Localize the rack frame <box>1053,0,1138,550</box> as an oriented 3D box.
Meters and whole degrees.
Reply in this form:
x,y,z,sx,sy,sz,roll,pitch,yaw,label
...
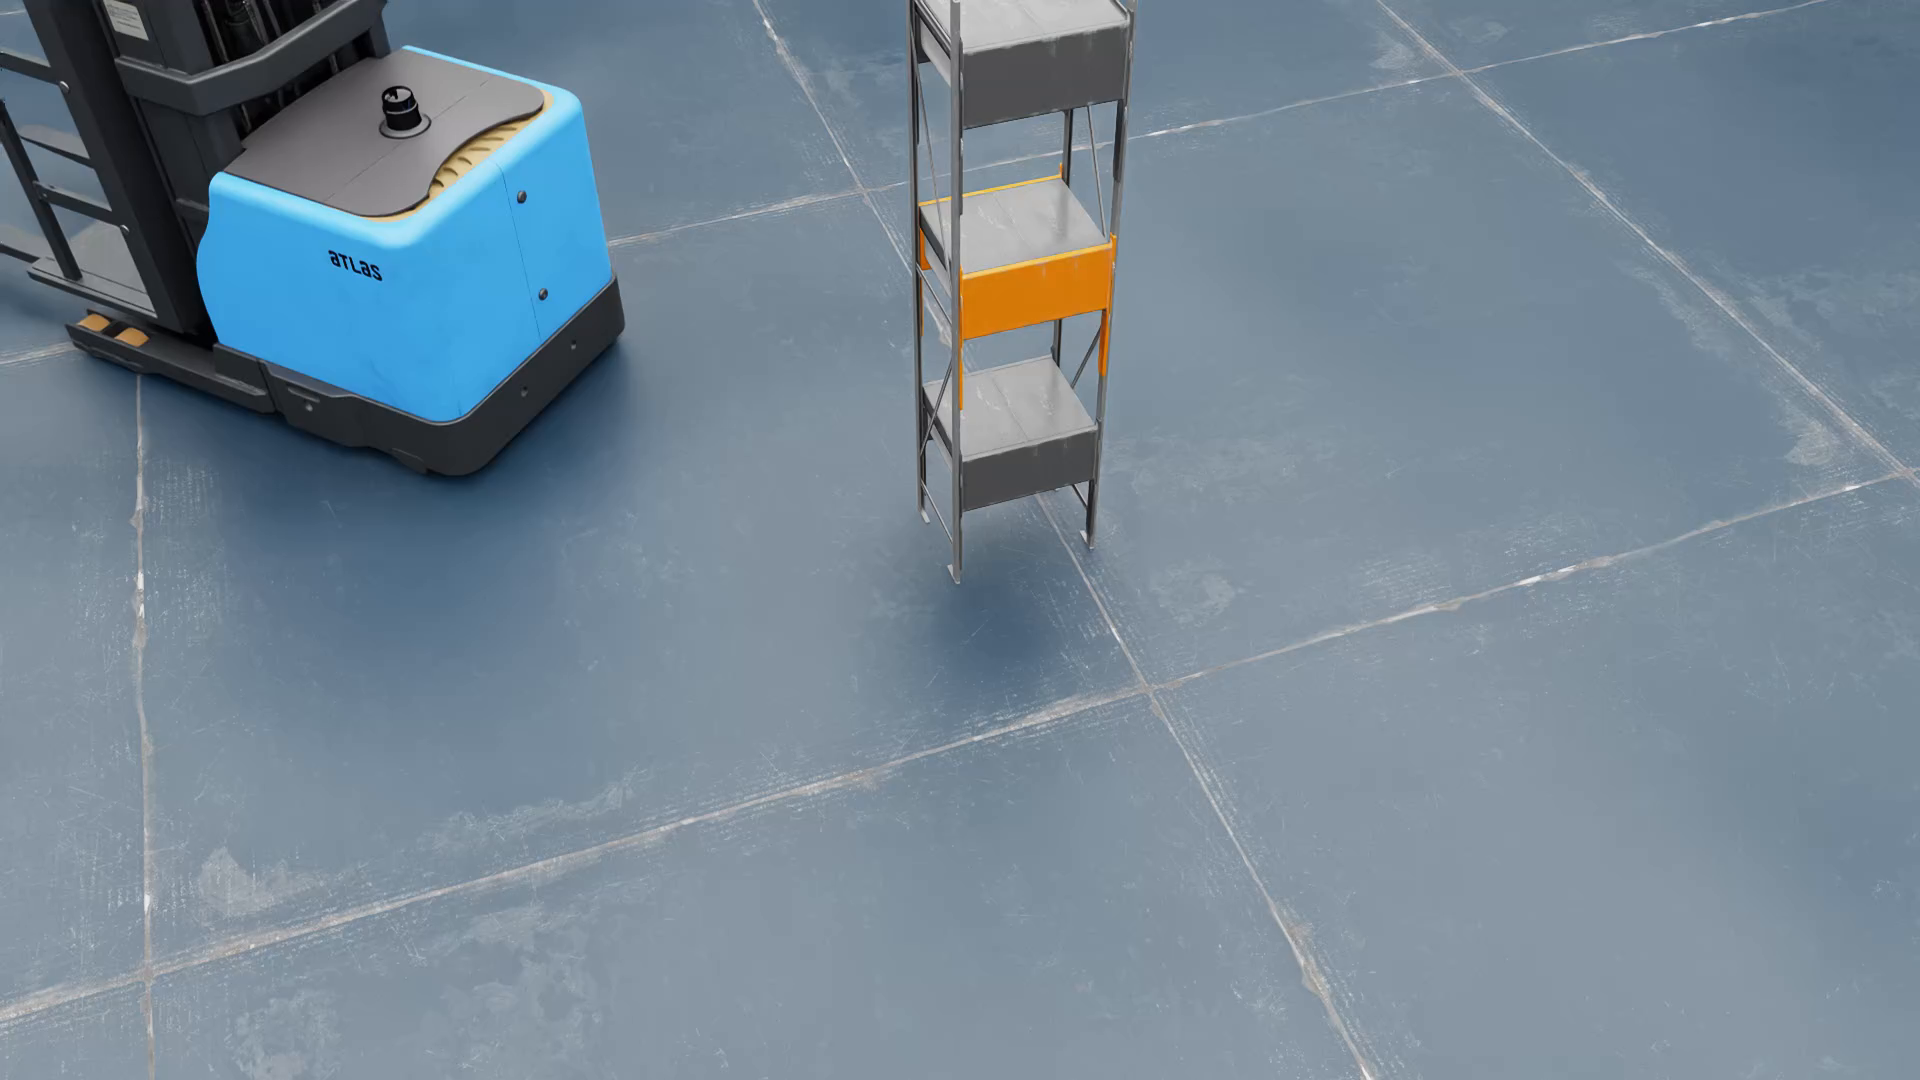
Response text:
x,y,z,sx,sy,sz,roll,pitch,yaw,label
0.385,-0.840,5.104,0.015,2.100,0.400,-14,47,-14,rack frame

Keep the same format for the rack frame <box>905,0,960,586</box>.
x,y,z,sx,sy,sz,roll,pitch,yaw,label
-0.074,-0.722,4.987,0.015,2.100,0.400,-14,47,-14,rack frame

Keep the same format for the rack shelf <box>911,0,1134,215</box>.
x,y,z,sx,sy,sz,roll,pitch,yaw,label
0.156,-1.266,4.560,0.480,0.518,0.431,-14,47,-14,rack shelf

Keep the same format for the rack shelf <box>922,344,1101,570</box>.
x,y,z,sx,sy,sz,roll,pitch,yaw,label
0.156,-0.277,5.551,0.480,0.518,0.431,-14,47,-14,rack shelf

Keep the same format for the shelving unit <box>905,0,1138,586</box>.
x,y,z,sx,sy,sz,roll,pitch,yaw,label
0.156,-0.781,5.046,0.503,2.100,0.431,-14,47,-14,shelving unit

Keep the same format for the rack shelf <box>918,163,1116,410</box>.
x,y,z,sx,sy,sz,roll,pitch,yaw,label
0.156,-0.771,5.056,0.480,0.518,0.431,-14,47,-14,rack shelf

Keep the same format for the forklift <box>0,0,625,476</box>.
x,y,z,sx,sy,sz,roll,pitch,yaw,label
-2.859,-1.995,5.669,3.031,2.935,1.130,19,48,18,forklift
